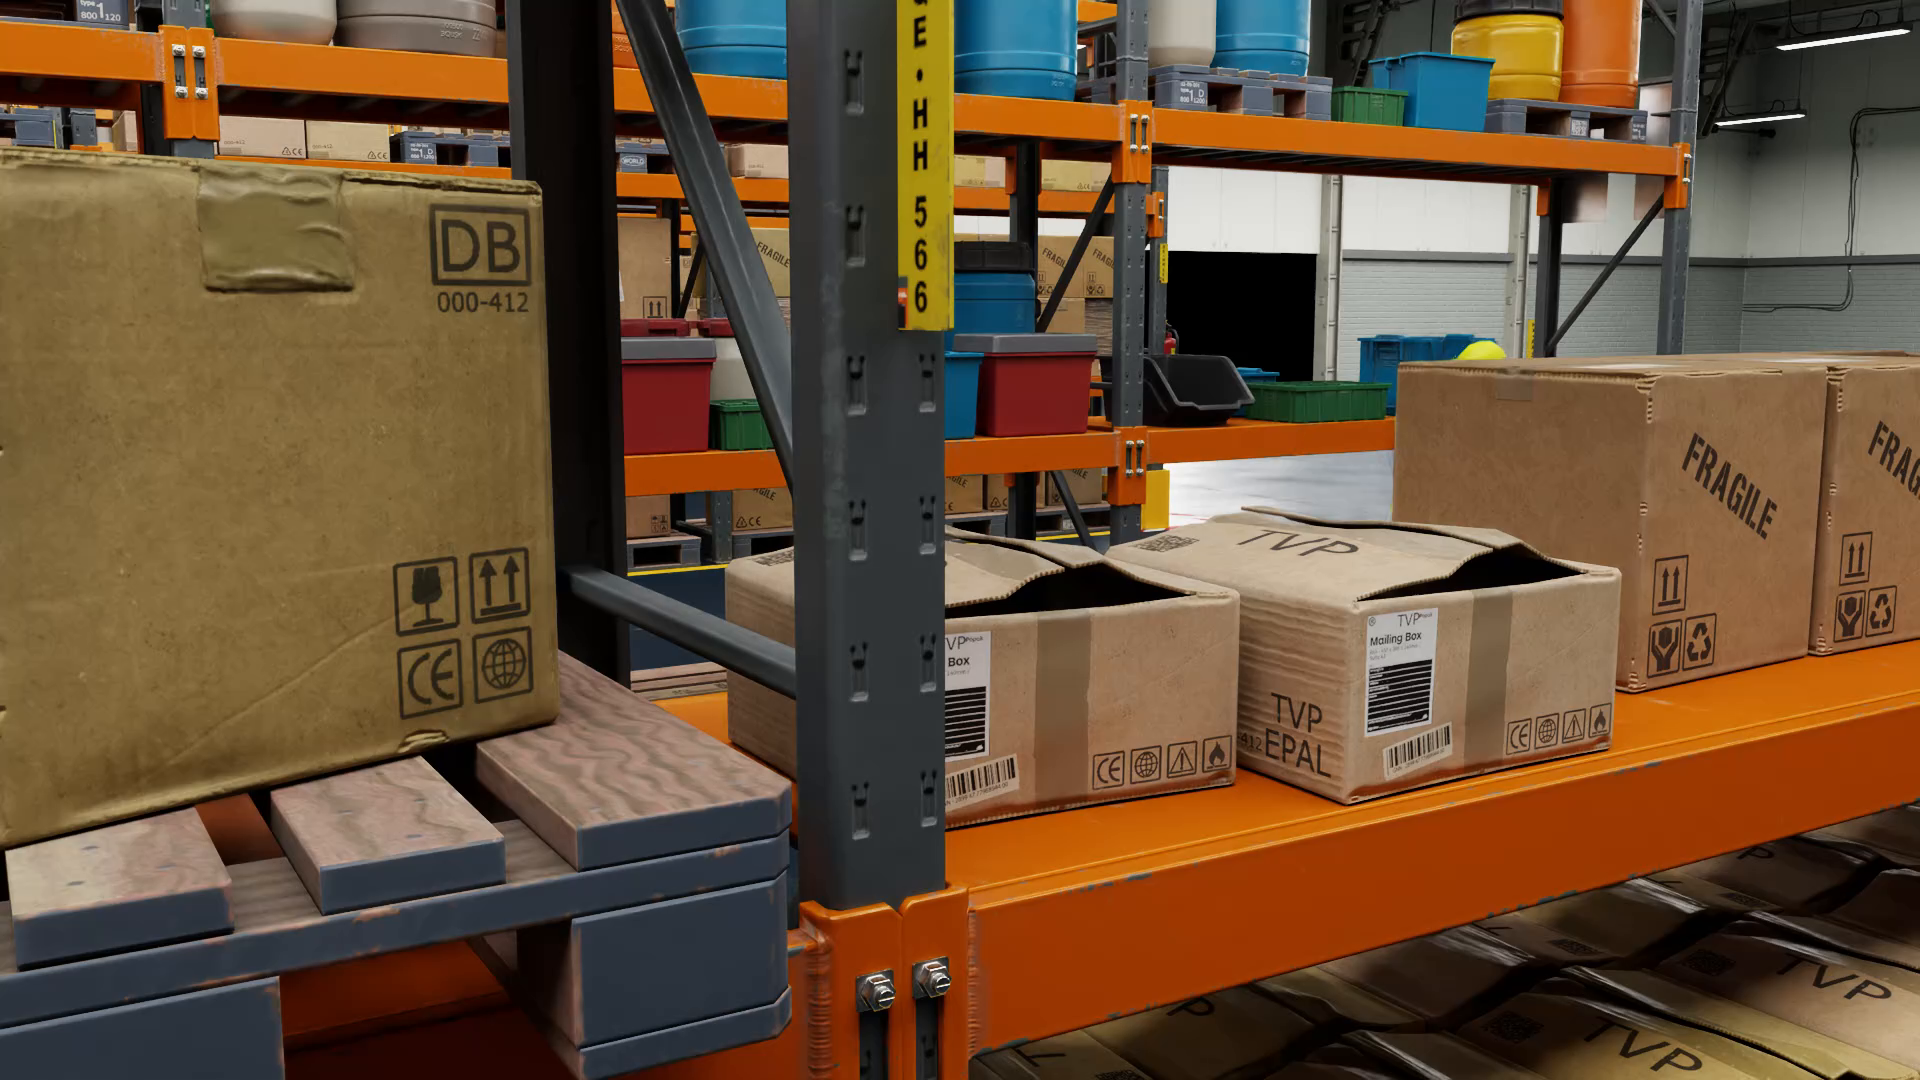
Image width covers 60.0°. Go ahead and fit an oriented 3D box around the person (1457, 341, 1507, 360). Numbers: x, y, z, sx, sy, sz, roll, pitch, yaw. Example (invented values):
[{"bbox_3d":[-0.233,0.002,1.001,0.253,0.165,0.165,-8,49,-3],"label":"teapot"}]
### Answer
[{"bbox_3d":[2.289,-0.017,7.393,1.008,1.730,0.596,-4,9,-26],"label":"person"}]
